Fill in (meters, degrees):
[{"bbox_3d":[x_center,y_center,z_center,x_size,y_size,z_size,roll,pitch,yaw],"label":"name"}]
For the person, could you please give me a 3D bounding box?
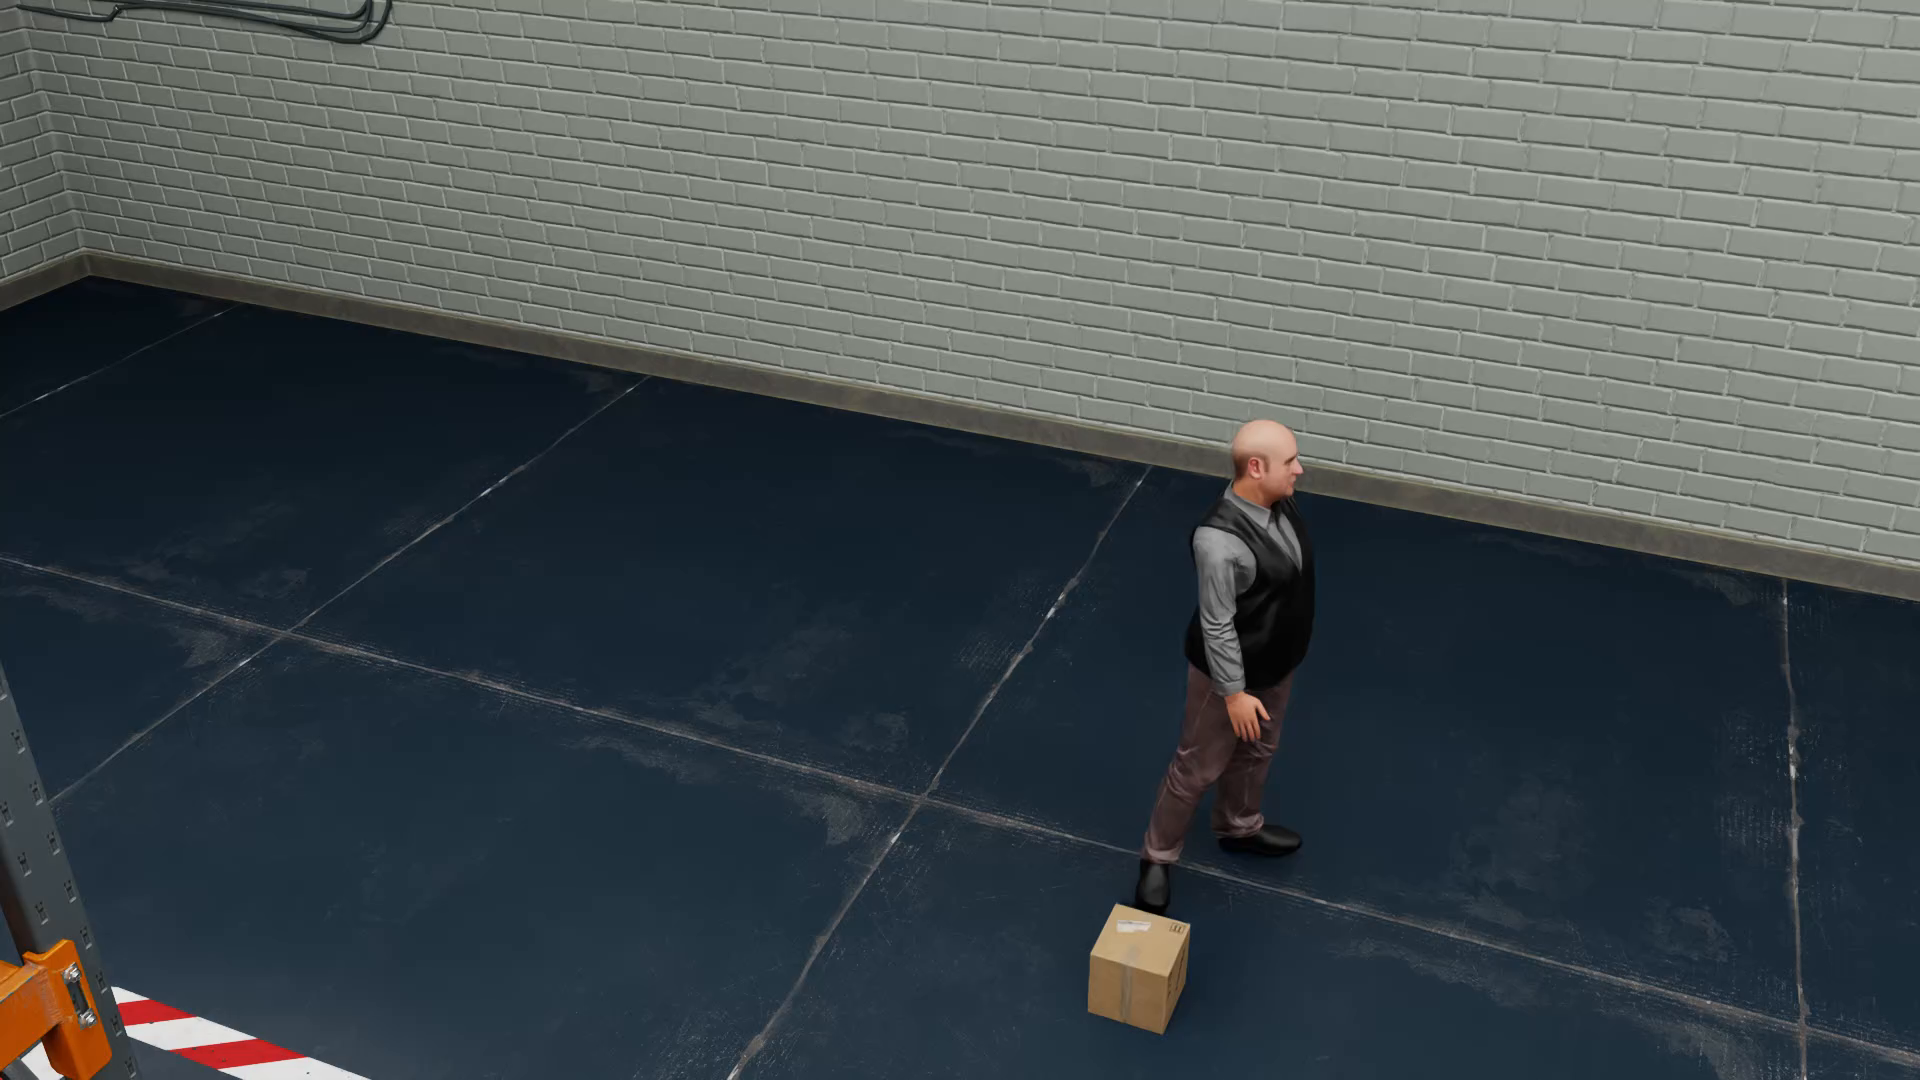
[{"bbox_3d":[0.877,0.417,5.392,0.432,1.727,0.665,20,35,31],"label":"person"}]
